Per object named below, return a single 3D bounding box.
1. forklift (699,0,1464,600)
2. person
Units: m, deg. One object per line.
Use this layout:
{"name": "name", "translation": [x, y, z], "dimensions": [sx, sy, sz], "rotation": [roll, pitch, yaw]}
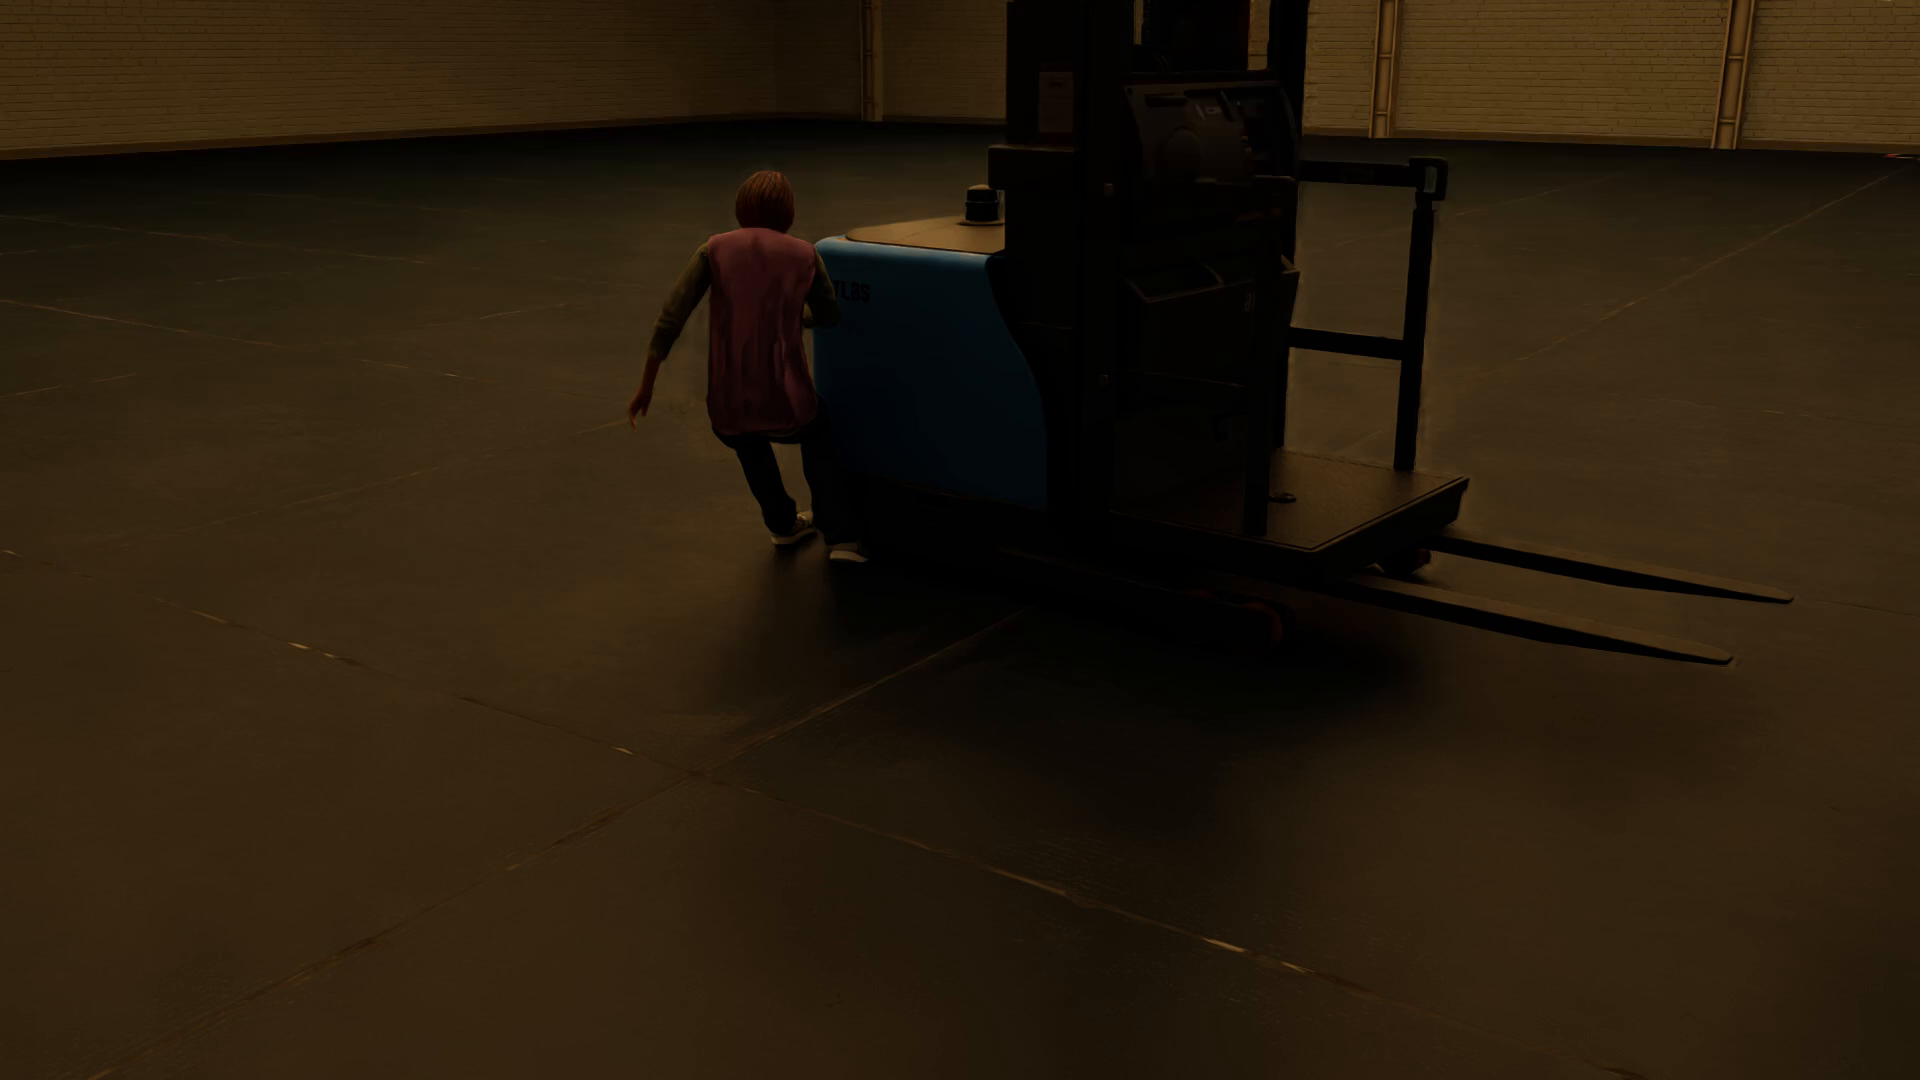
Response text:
{"name": "forklift", "translation": [0.615, -1.520, 5.915], "dimensions": [3.031, 2.935, 1.130], "rotation": [-11, 20, -32]}
{"name": "person", "translation": [-1.568, -0.006, 3.402], "dimensions": [0.706, 1.479, 0.711], "rotation": [1, 17, 3]}
